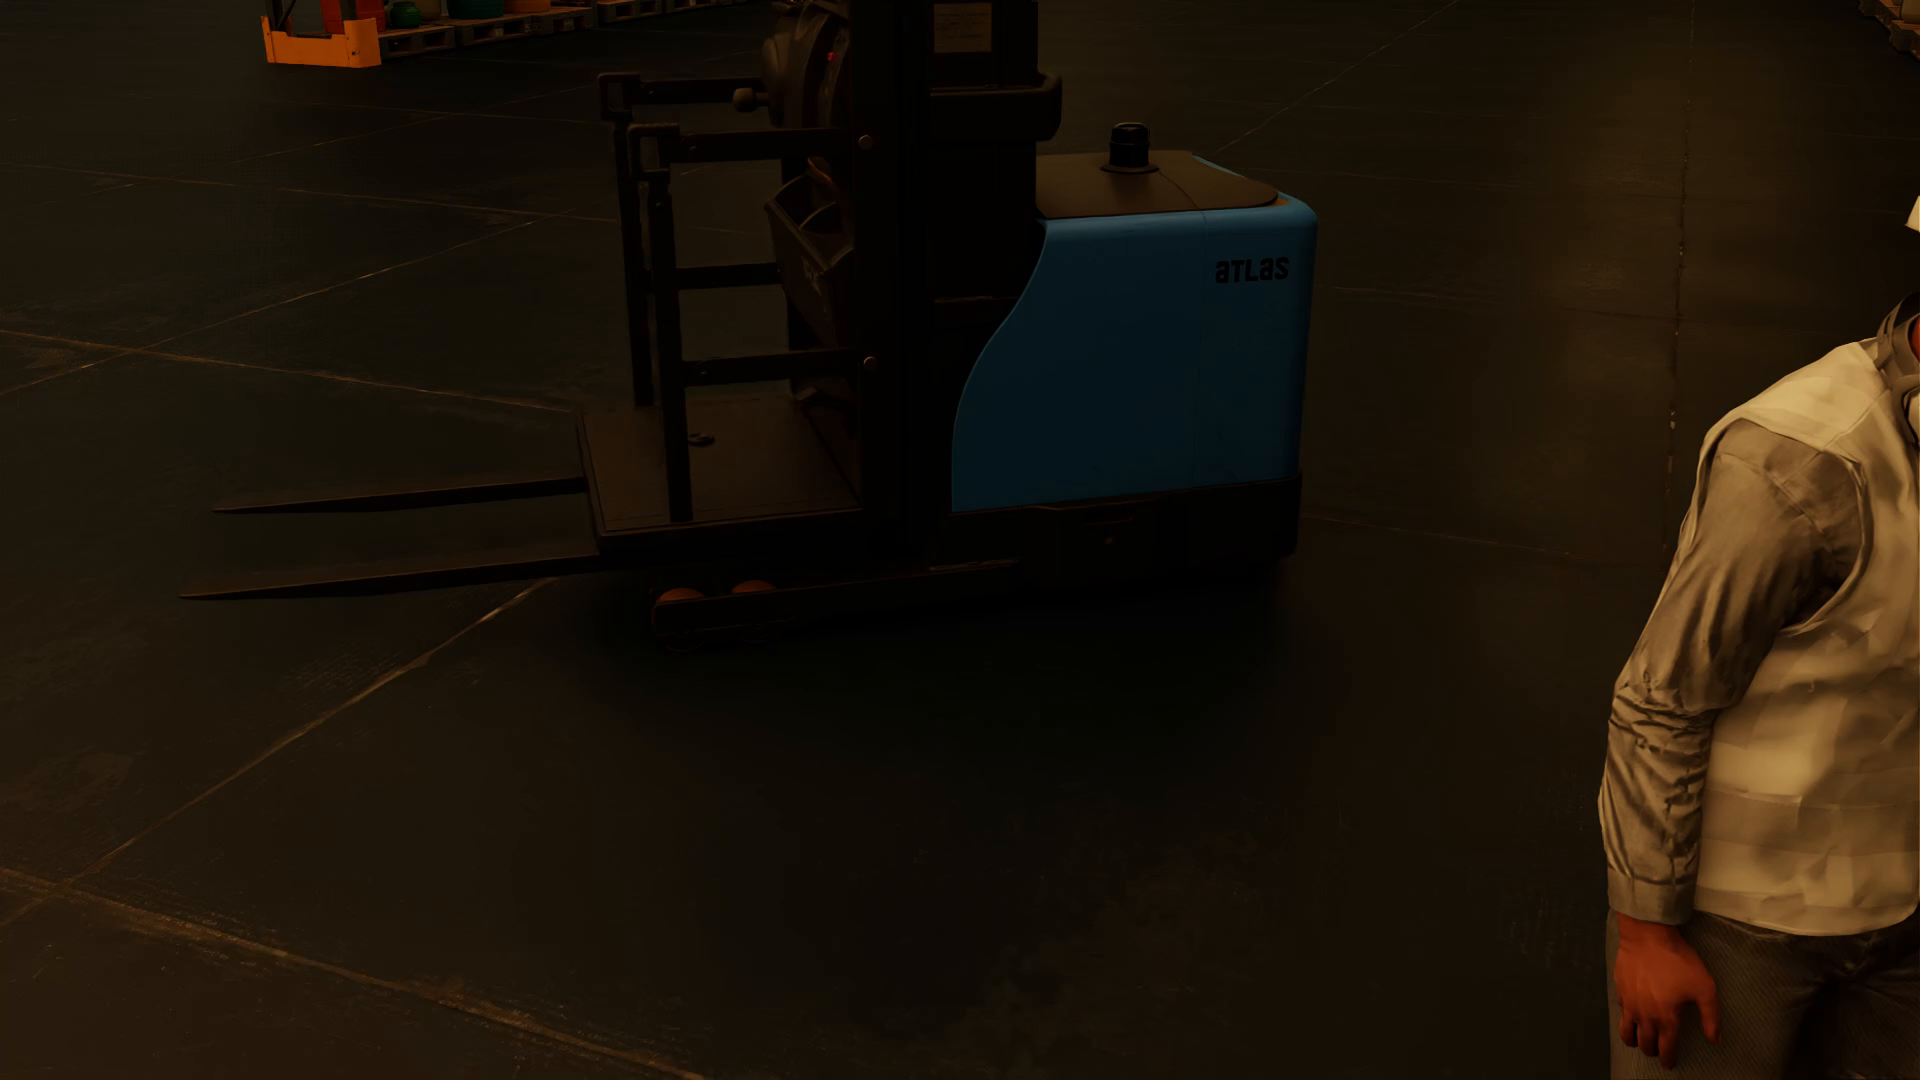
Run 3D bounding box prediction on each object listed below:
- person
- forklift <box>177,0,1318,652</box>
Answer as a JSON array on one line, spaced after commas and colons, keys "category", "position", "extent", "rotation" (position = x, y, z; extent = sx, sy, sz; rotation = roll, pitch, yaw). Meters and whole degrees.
[{"category": "person", "position": [0.968, 0.390, 1.866], "extent": [0.583, 1.770, 0.464], "rotation": [-7, 24, -17]}, {"category": "forklift", "position": [-0.594, -1.282, 4.361], "extent": [3.031, 2.935, 1.130], "rotation": [-6, 23, -14]}]
